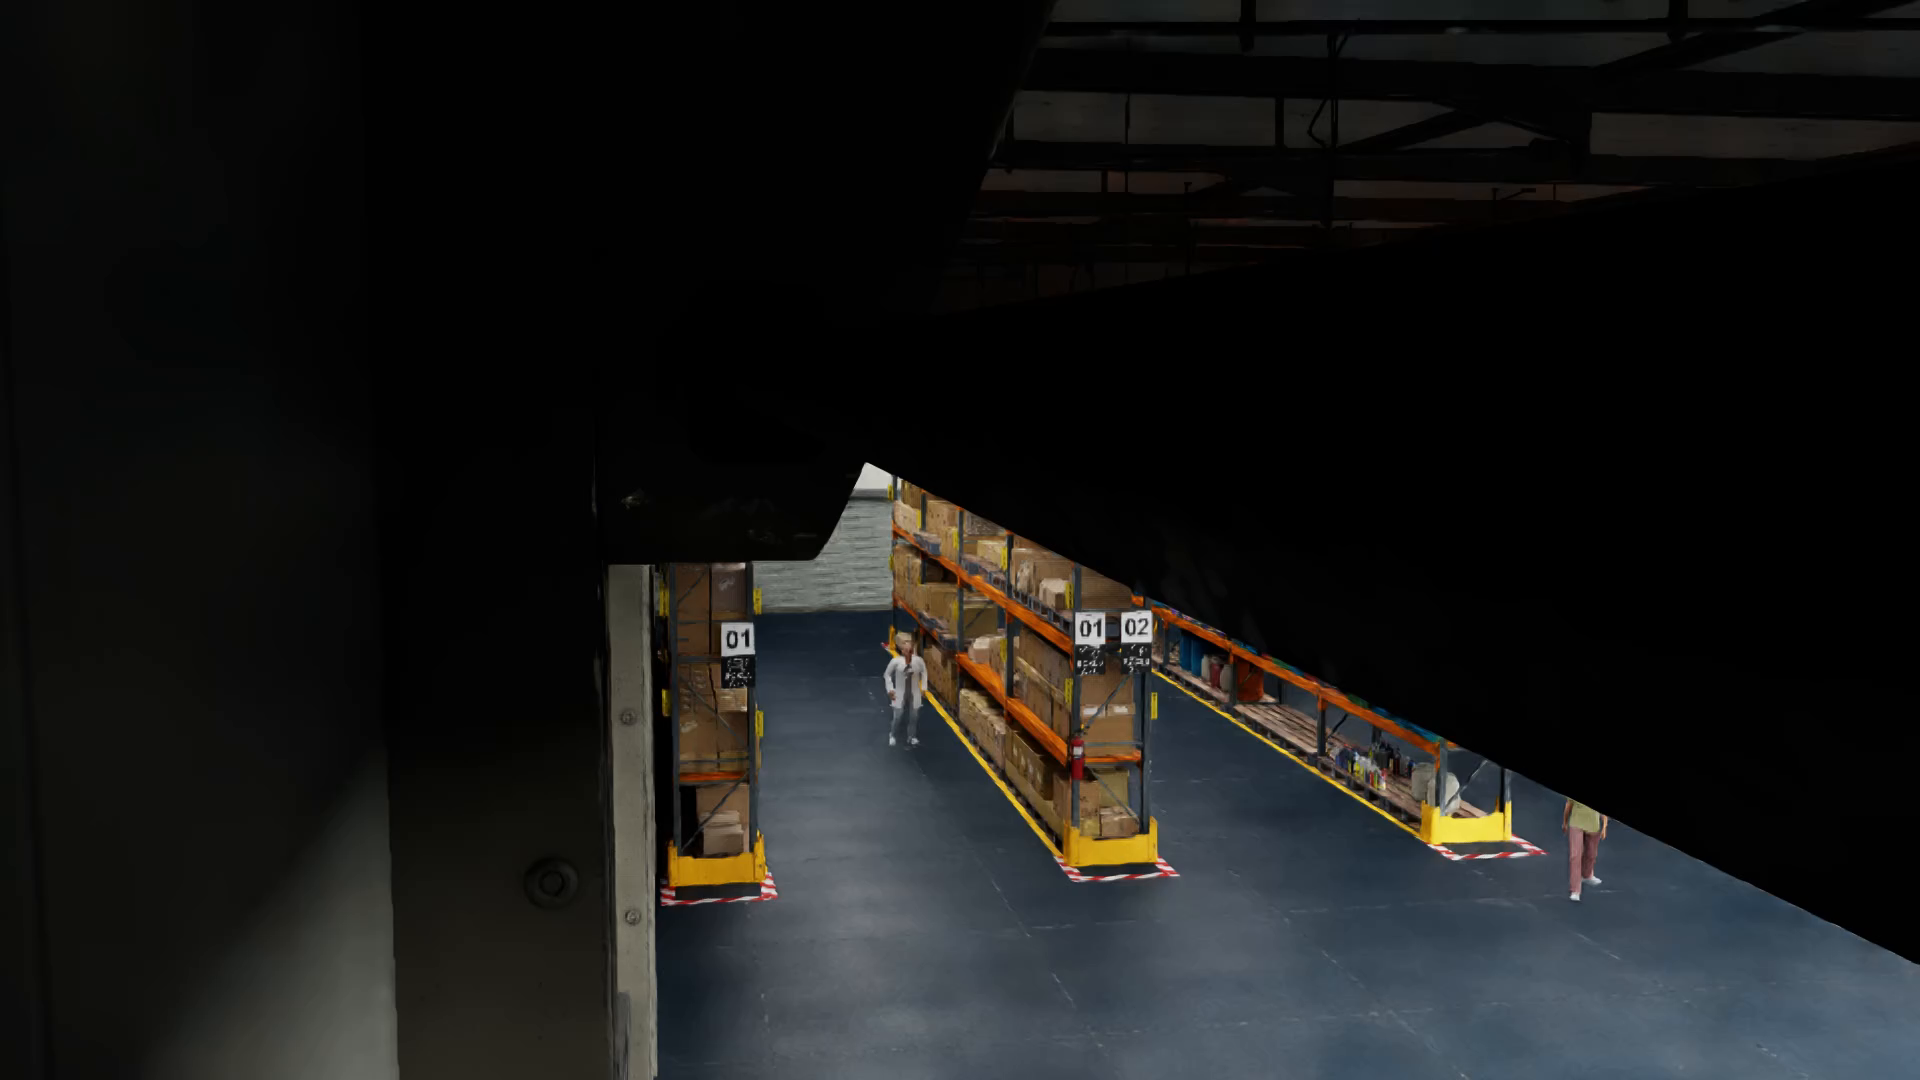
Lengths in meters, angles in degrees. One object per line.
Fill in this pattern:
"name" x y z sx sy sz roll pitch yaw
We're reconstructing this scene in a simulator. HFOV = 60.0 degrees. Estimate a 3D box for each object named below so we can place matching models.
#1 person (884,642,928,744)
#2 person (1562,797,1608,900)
"person" -0.890 2.518 27.375 0.729 1.733 0.544 -1 6 -12
"person" 7.418 3.403 19.715 0.488 1.611 0.957 1 6 11
